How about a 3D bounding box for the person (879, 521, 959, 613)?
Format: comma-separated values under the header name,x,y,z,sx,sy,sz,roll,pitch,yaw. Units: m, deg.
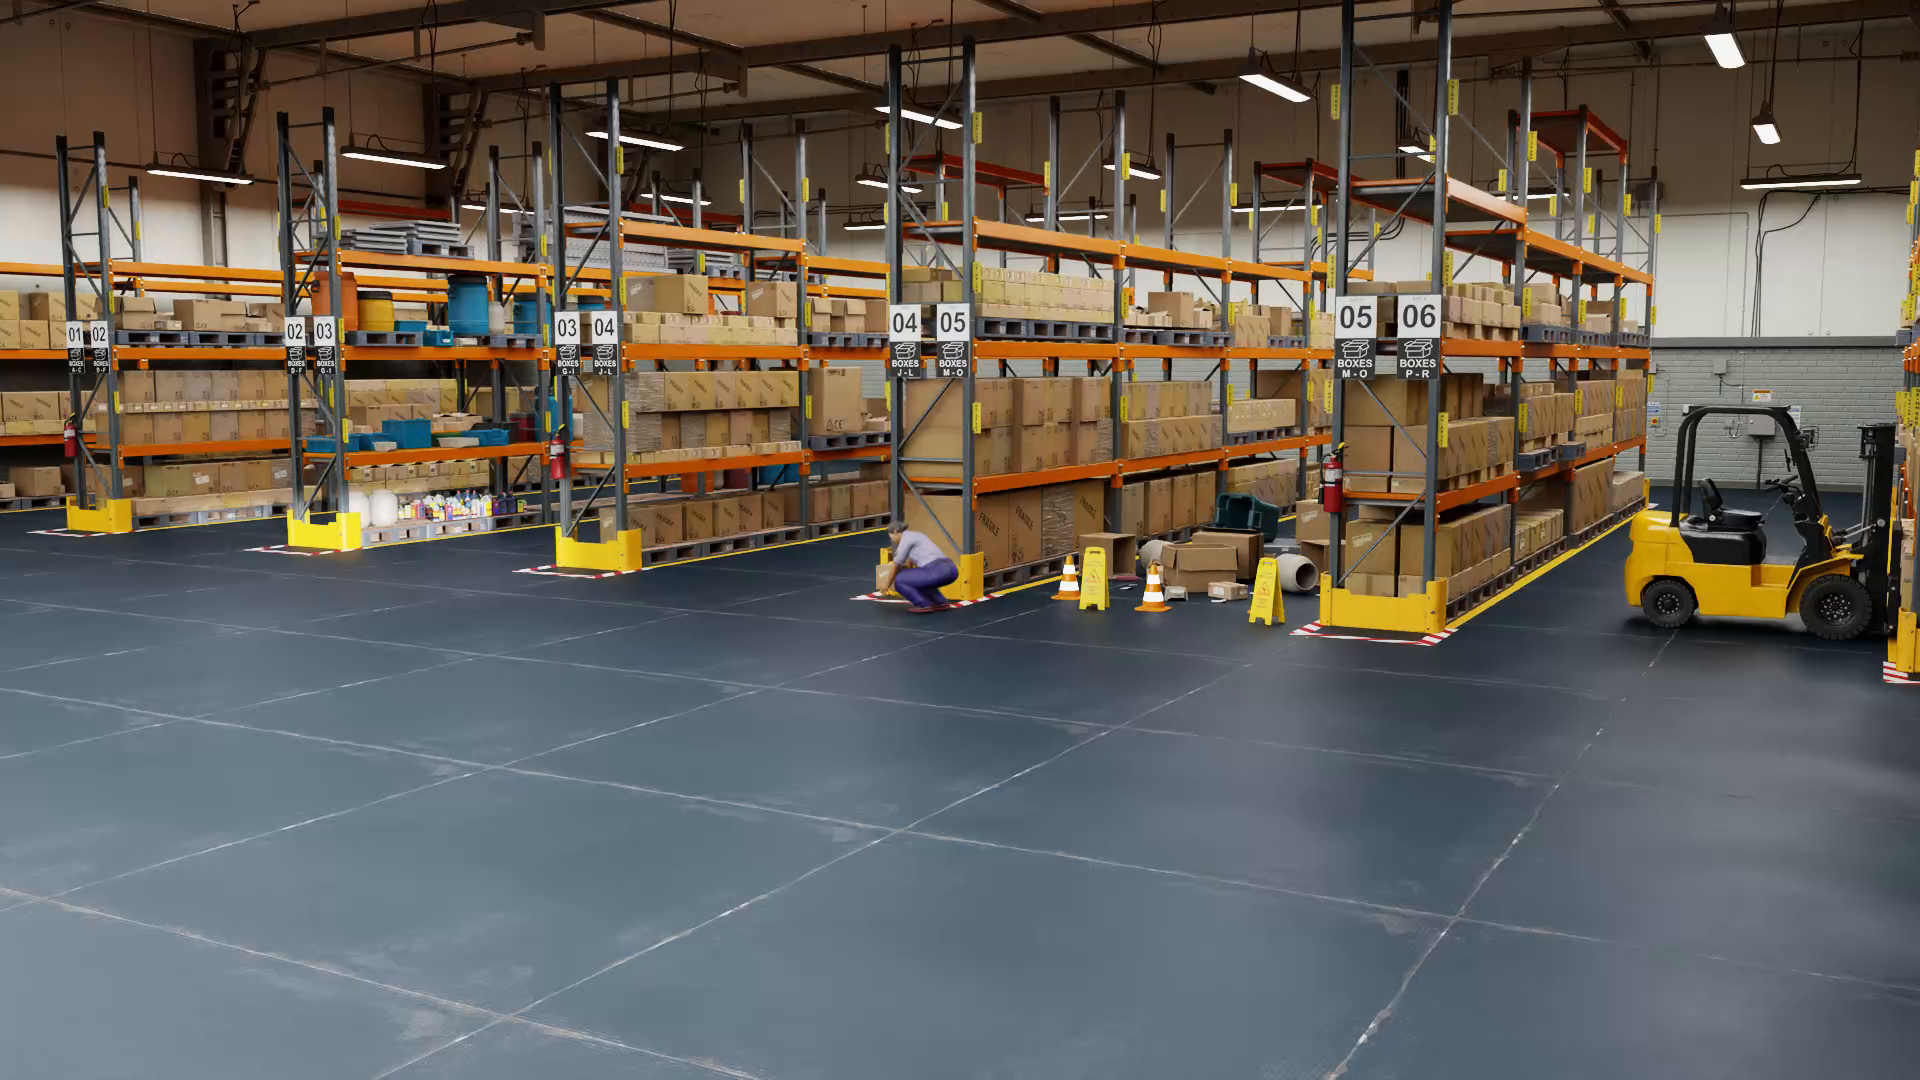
name,x,y,z,sx,sy,sz,roll,pitch,yaw
person,-0.444,0.274,17.291,0.848,0.942,0.517,4,7,33
